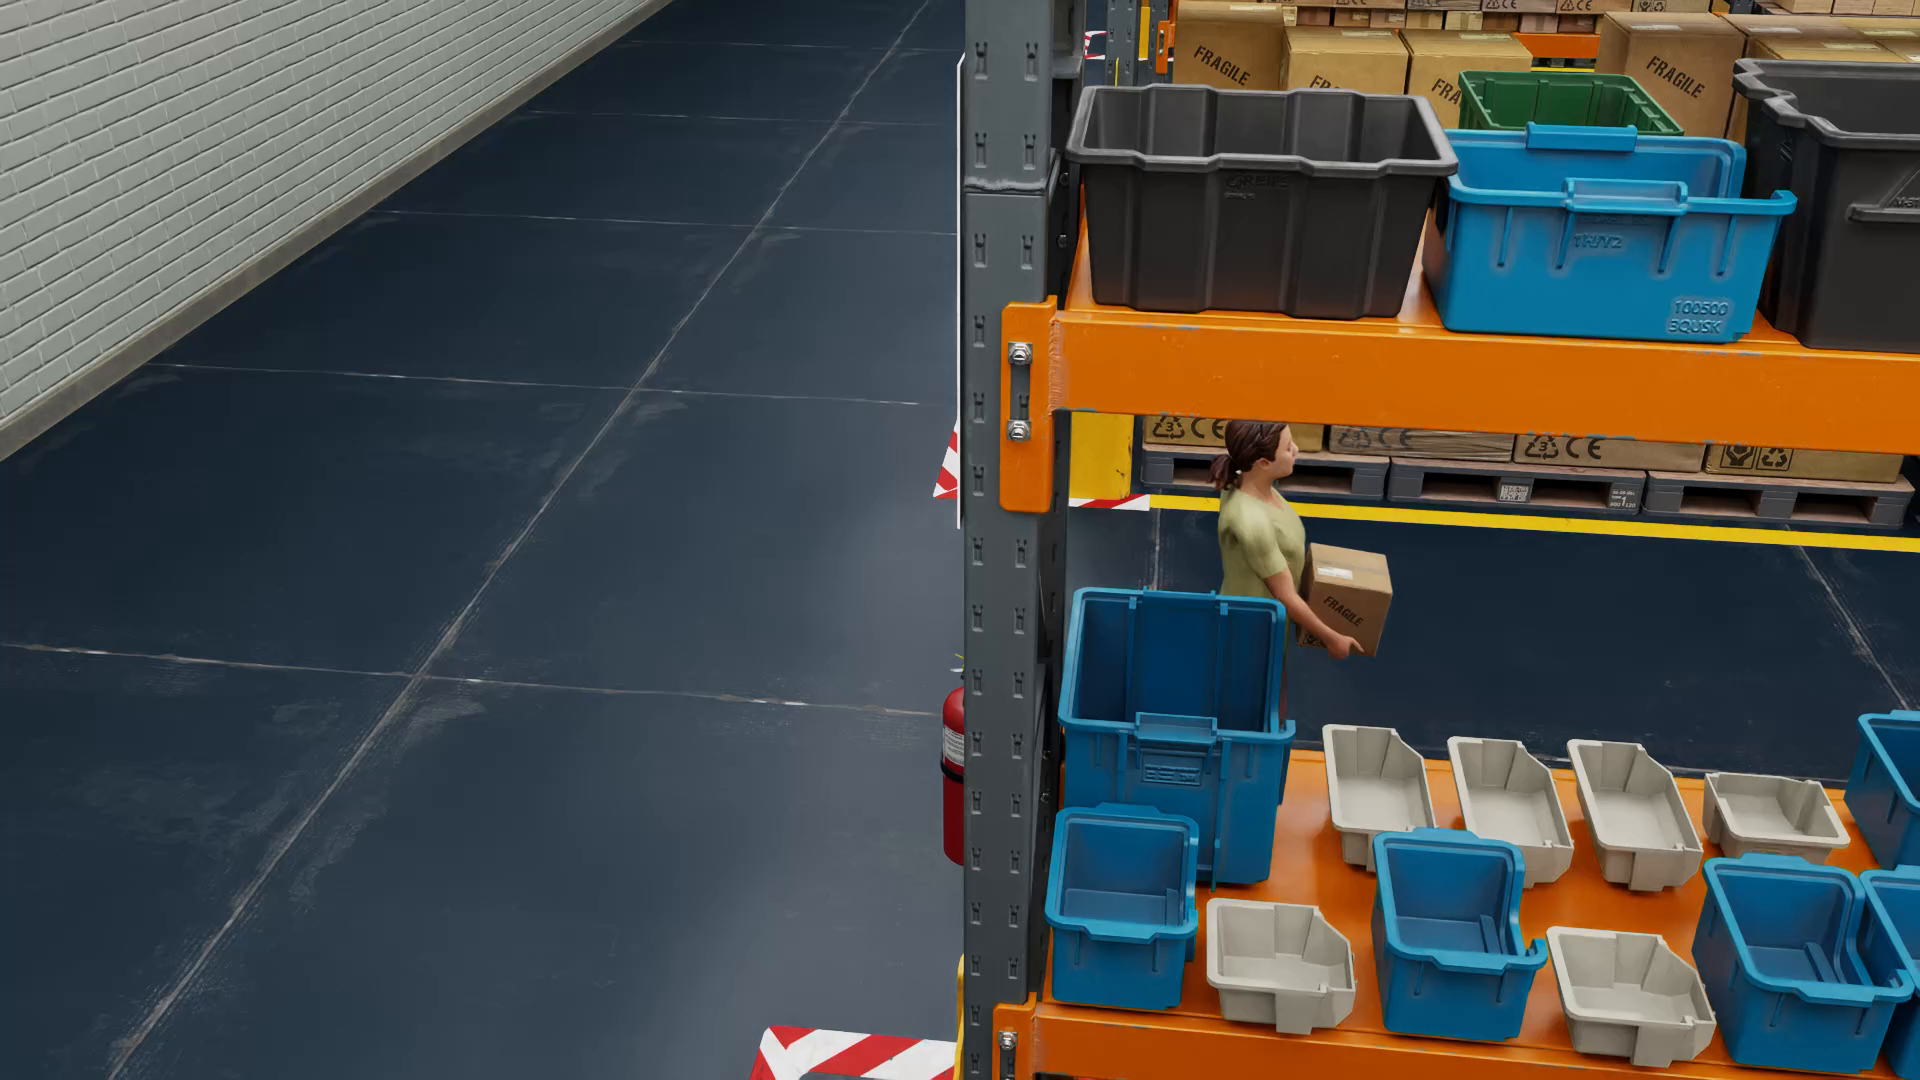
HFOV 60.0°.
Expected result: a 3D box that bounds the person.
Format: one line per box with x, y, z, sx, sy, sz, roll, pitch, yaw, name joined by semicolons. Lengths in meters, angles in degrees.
1.044;0.338;5.515;0.541;1.667;0.424;4;29;7;person
